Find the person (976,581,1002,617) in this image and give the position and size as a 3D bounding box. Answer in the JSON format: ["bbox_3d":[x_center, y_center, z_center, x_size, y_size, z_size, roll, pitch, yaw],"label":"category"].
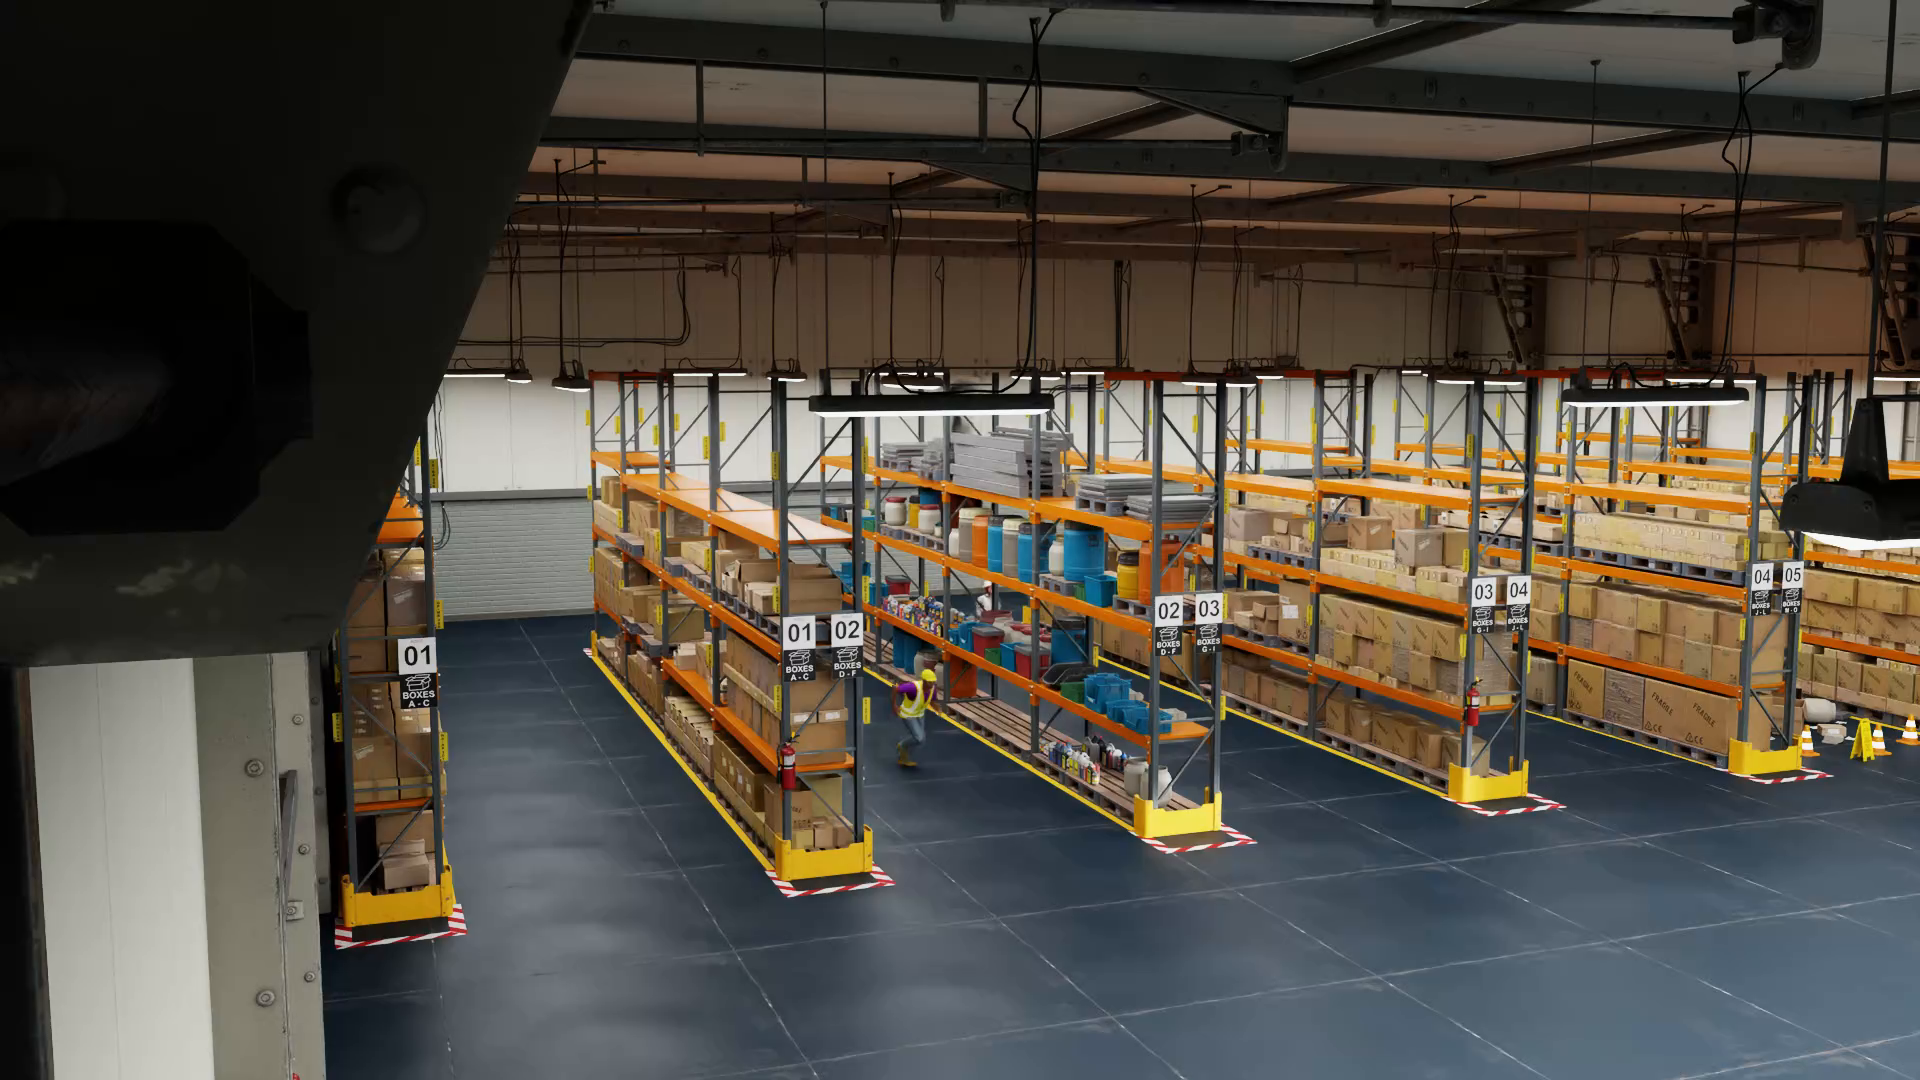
[{"bbox_3d":[0.643,1.690,33.919,0.653,1.731,0.569,-3,7,-24],"label":"person"}]

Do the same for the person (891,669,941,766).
[{"bbox_3d":[-0.684,2.721,25.355,0.836,1.577,0.735,6,9,45],"label":"person"}]
